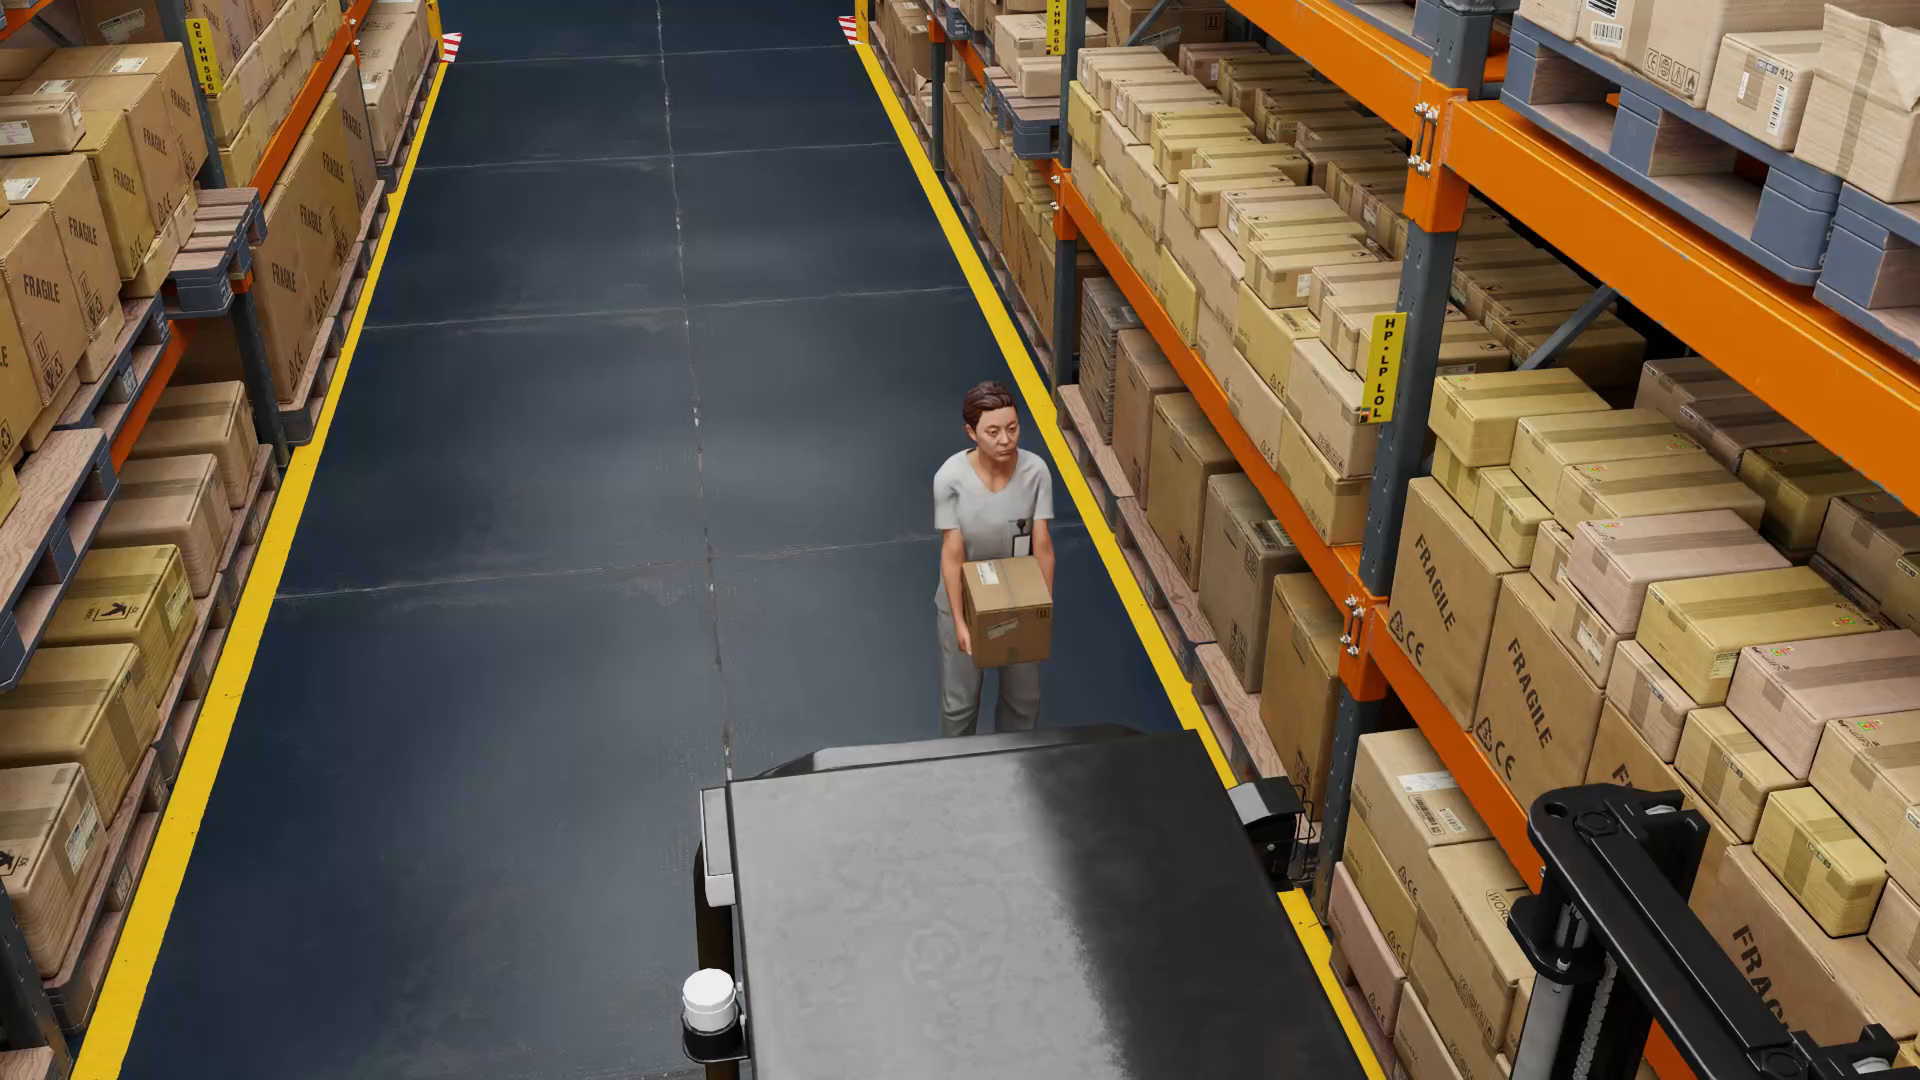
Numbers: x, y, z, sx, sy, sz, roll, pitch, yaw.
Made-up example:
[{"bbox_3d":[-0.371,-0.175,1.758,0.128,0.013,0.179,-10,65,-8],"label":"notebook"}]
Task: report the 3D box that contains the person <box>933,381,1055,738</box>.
[{"bbox_3d":[0.121,0.270,5.692,0.409,1.668,0.525,-6,31,-10],"label":"person"}]
